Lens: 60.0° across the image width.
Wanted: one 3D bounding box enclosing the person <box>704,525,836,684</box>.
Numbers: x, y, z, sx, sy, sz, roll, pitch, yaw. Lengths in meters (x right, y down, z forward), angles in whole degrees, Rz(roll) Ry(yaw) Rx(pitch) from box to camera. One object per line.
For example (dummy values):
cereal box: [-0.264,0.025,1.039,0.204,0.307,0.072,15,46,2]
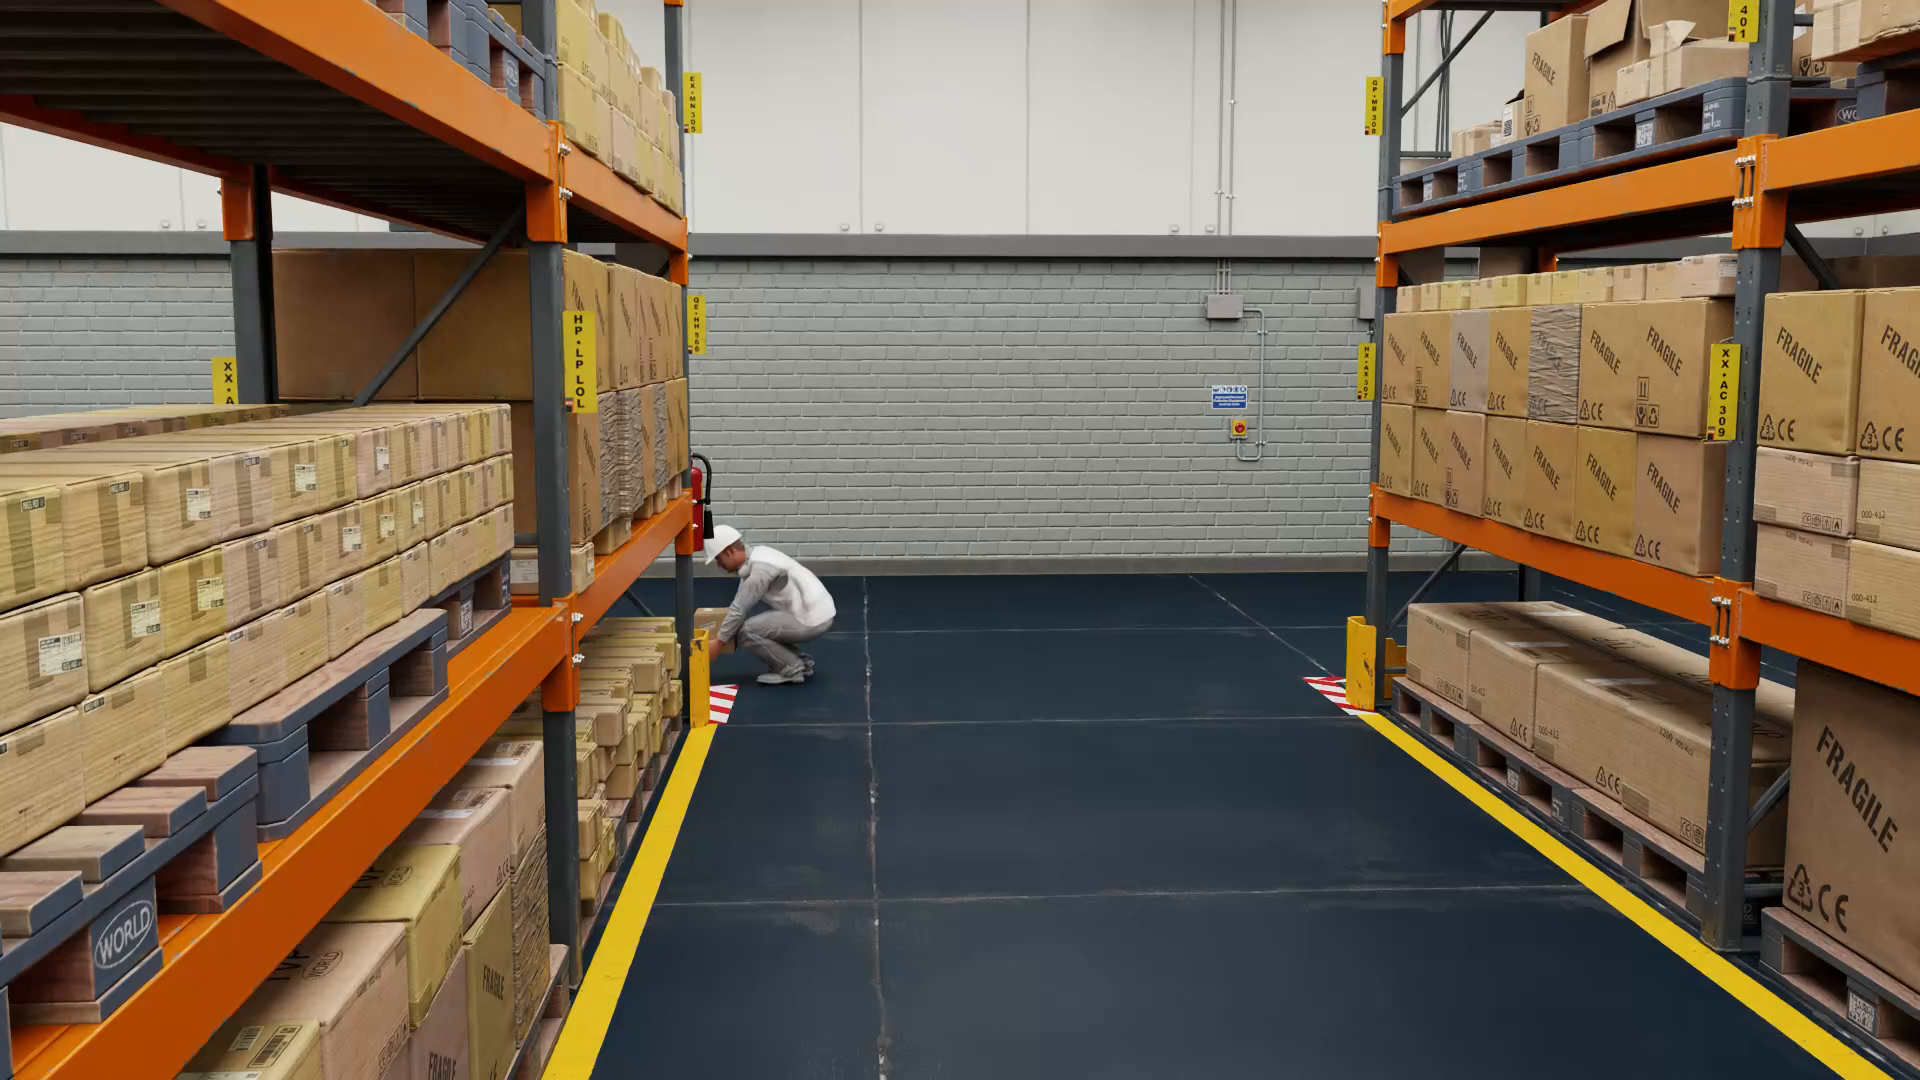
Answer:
person: [-1.217,0.401,10.555,0.854,1.009,0.527,0,7,-4]
